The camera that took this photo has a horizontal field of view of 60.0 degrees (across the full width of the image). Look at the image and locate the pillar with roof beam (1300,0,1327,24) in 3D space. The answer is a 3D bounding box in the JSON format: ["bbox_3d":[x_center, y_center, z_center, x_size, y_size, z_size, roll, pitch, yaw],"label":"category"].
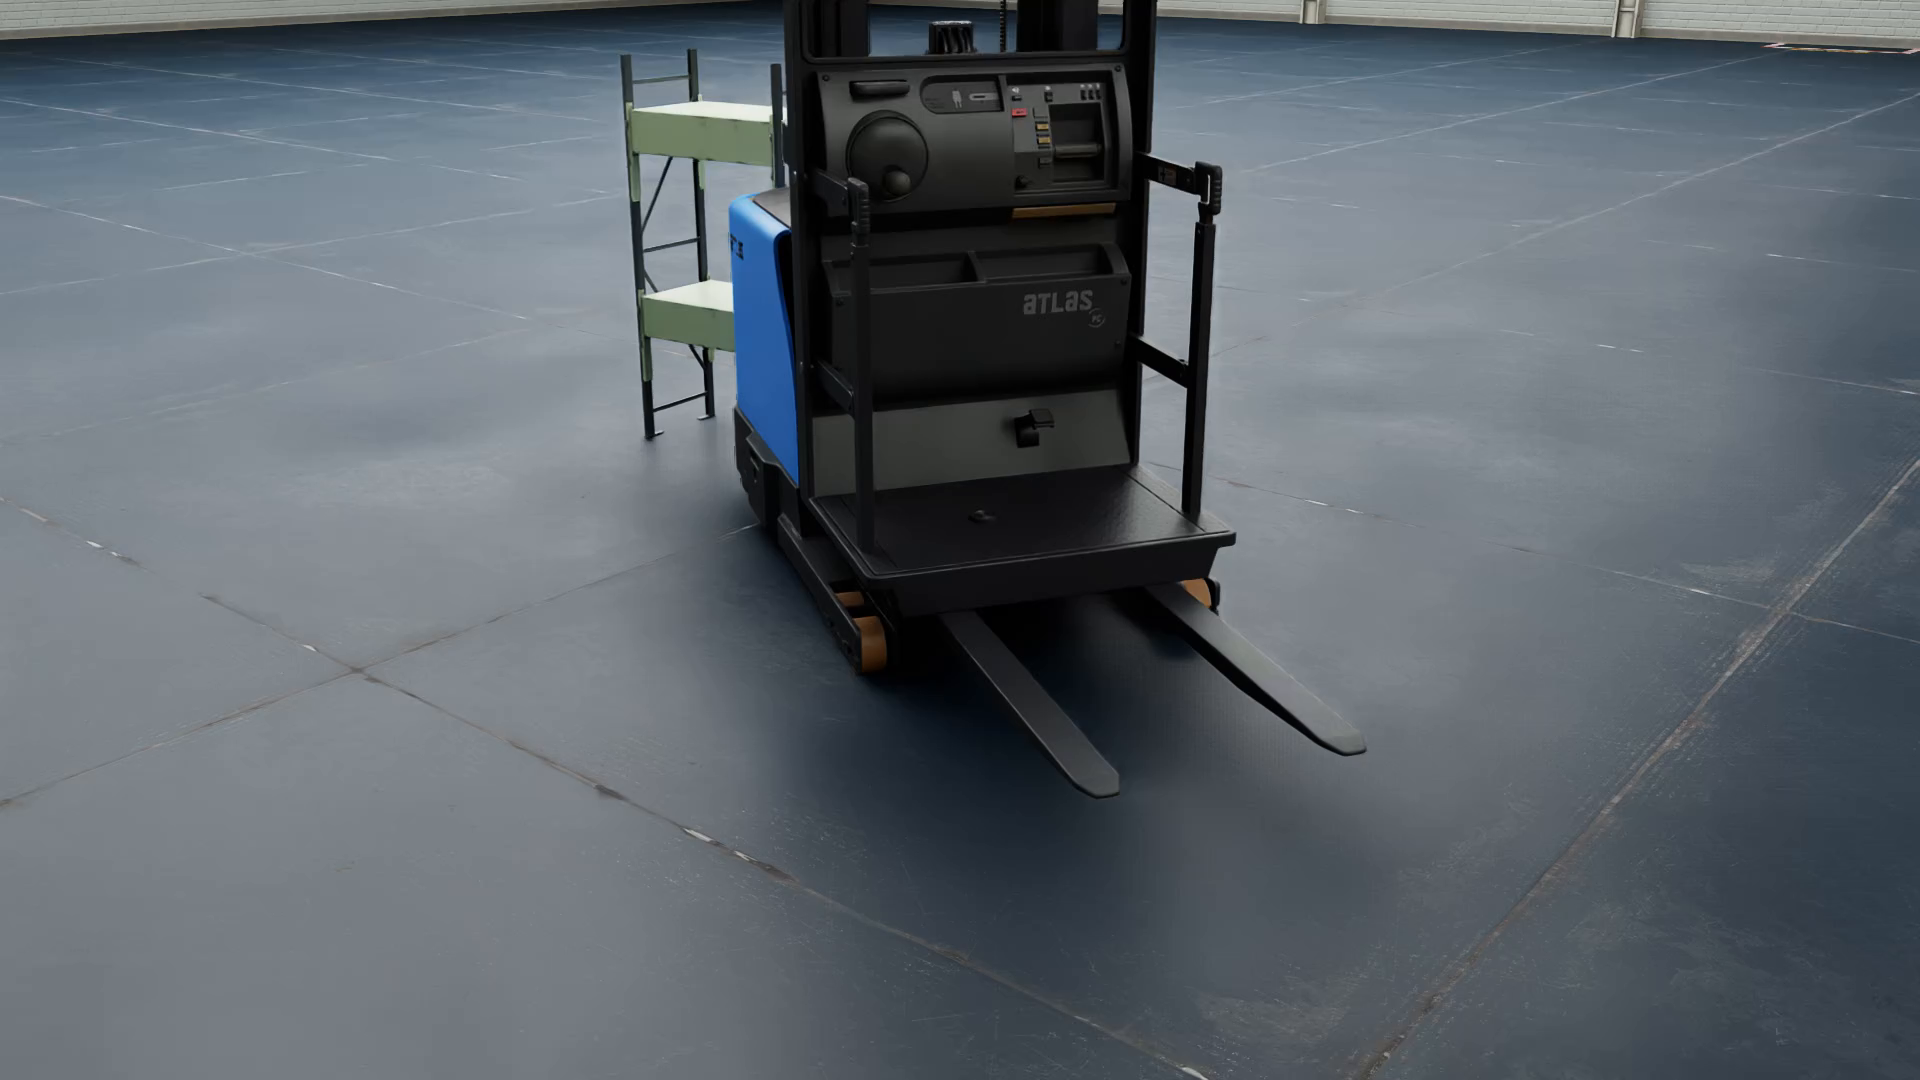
[{"bbox_3d":[4.105,-13.047,27.512,0.400,9.000,9.100,16,26,36],"label":"pillar with roof beam"}]

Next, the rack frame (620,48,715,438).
[{"bbox_3d":[-1.159,-1.177,6.659,0.023,1.500,0.400,13,24,31],"label":"rack frame"}]

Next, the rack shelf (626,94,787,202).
[{"bbox_3d":[-0.854,-1.471,6.333,0.720,0.370,0.431,13,24,31],"label":"rack shelf"}]

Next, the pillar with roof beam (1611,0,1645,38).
[{"bbox_3d":[8.754,-11.708,23.962,0.400,9.000,9.100,16,26,36],"label":"pillar with roof beam"}]

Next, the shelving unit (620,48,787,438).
[{"bbox_3d":[-0.855,-1.105,6.469,0.755,1.500,0.431,13,24,31],"label":"shelving unit"}]

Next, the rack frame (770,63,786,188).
[{"bbox_3d":[-0.552,-1.033,6.278,0.023,1.500,0.400,13,24,31],"label":"rack frame"}]

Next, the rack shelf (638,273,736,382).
[{"bbox_3d":[-0.857,-0.799,6.582,0.720,0.370,0.431,13,24,31],"label":"rack shelf"}]

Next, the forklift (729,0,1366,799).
[{"bbox_3d":[0.123,-1.154,4.575,1.130,2.935,3.031,-7,22,-17],"label":"forklift"}]
